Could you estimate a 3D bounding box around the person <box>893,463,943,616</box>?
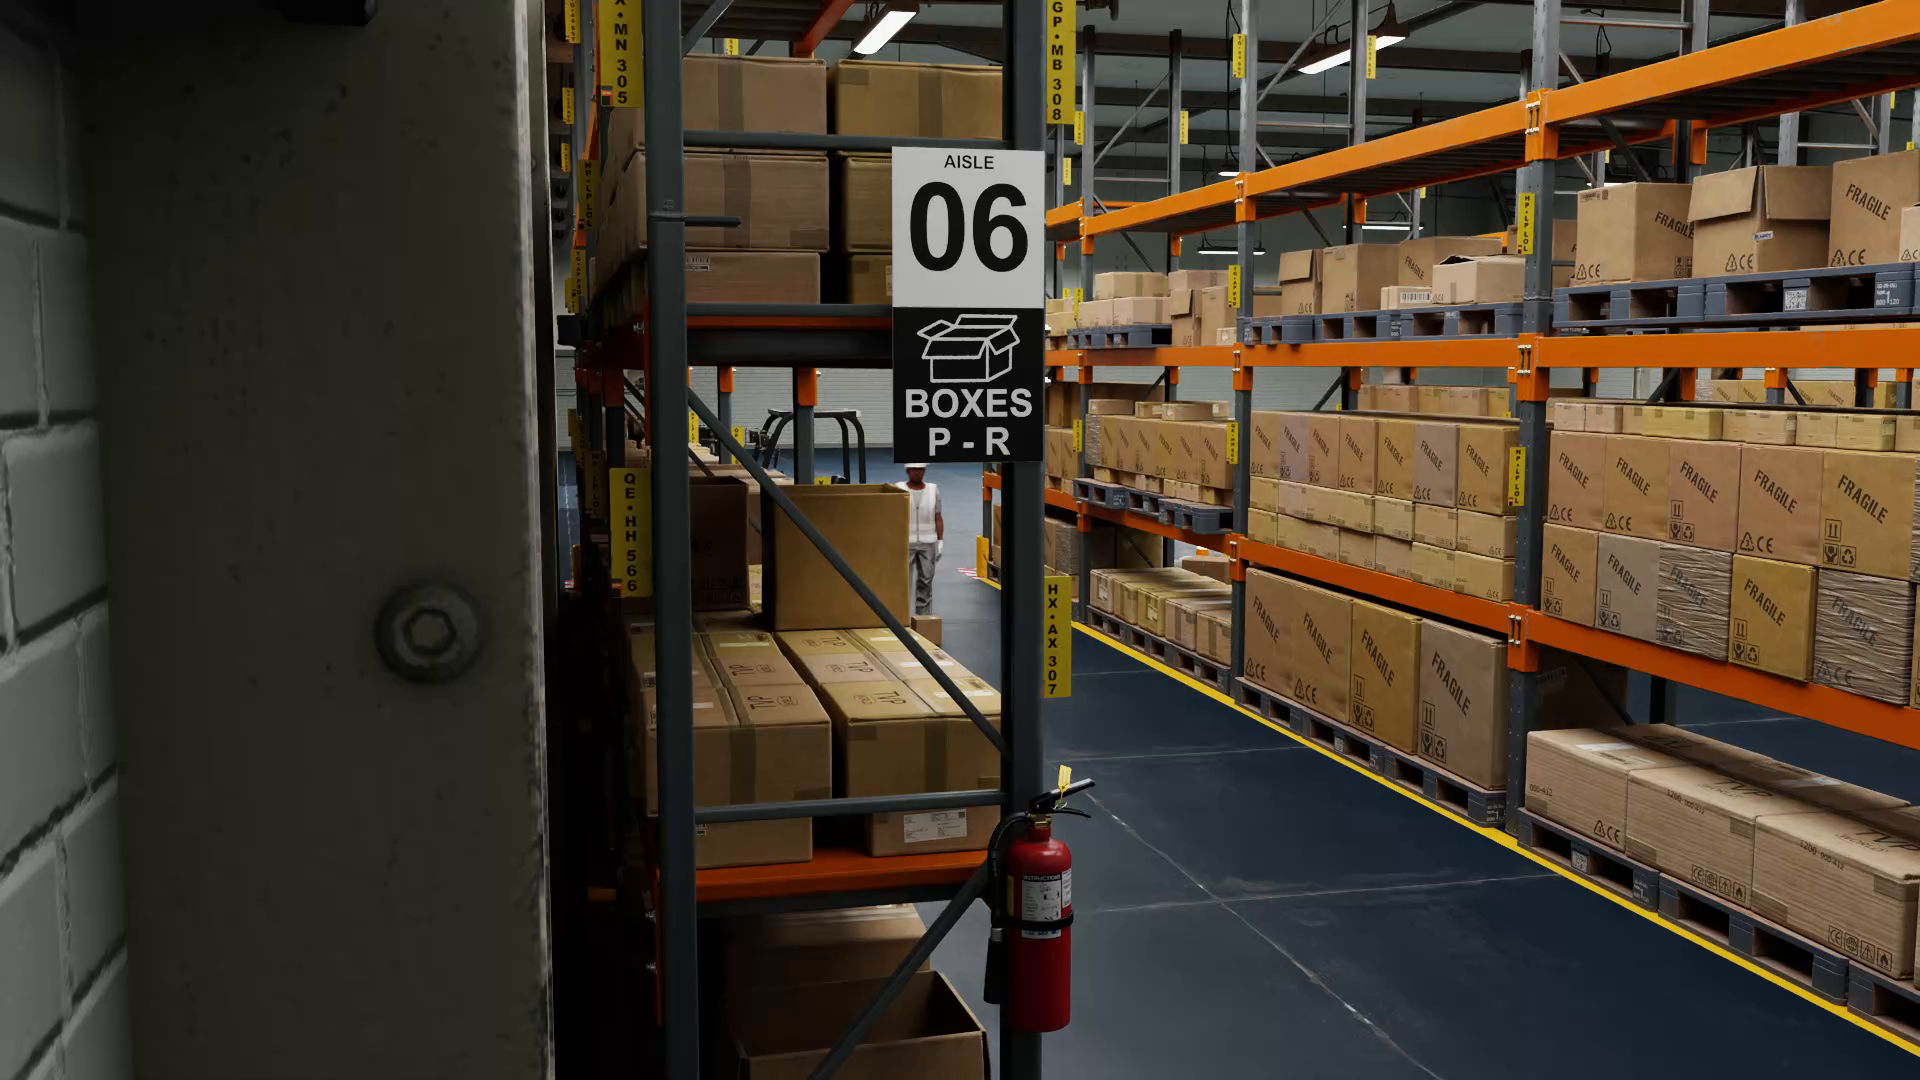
[{"bbox_3d":[-0.432,0.052,16.251,0.584,1.791,0.546,-1,6,-14],"label":"person"}]
